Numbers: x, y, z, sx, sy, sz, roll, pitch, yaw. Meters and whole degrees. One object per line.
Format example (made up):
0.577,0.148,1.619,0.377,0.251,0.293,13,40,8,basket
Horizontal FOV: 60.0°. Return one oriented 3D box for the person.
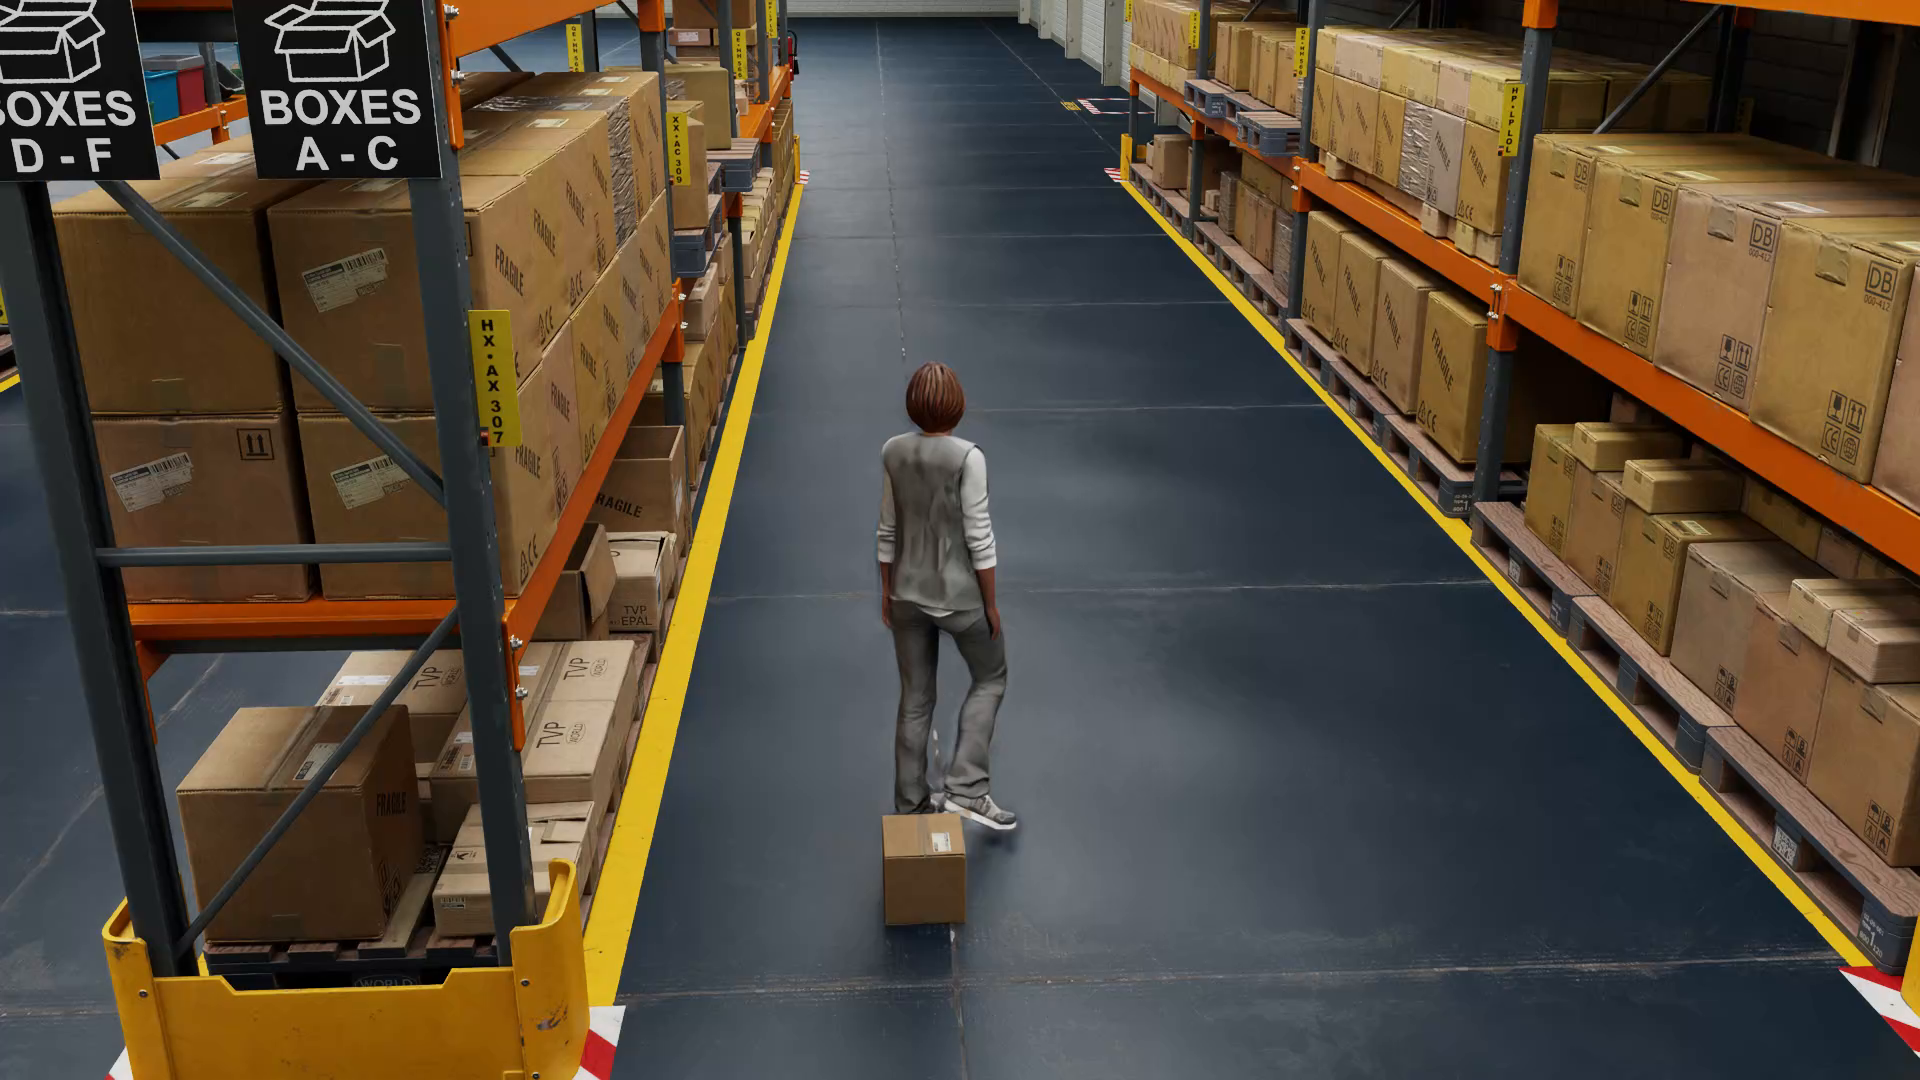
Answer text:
-0.060,0.217,5.462,0.522,1.582,0.440,10,23,24,person
